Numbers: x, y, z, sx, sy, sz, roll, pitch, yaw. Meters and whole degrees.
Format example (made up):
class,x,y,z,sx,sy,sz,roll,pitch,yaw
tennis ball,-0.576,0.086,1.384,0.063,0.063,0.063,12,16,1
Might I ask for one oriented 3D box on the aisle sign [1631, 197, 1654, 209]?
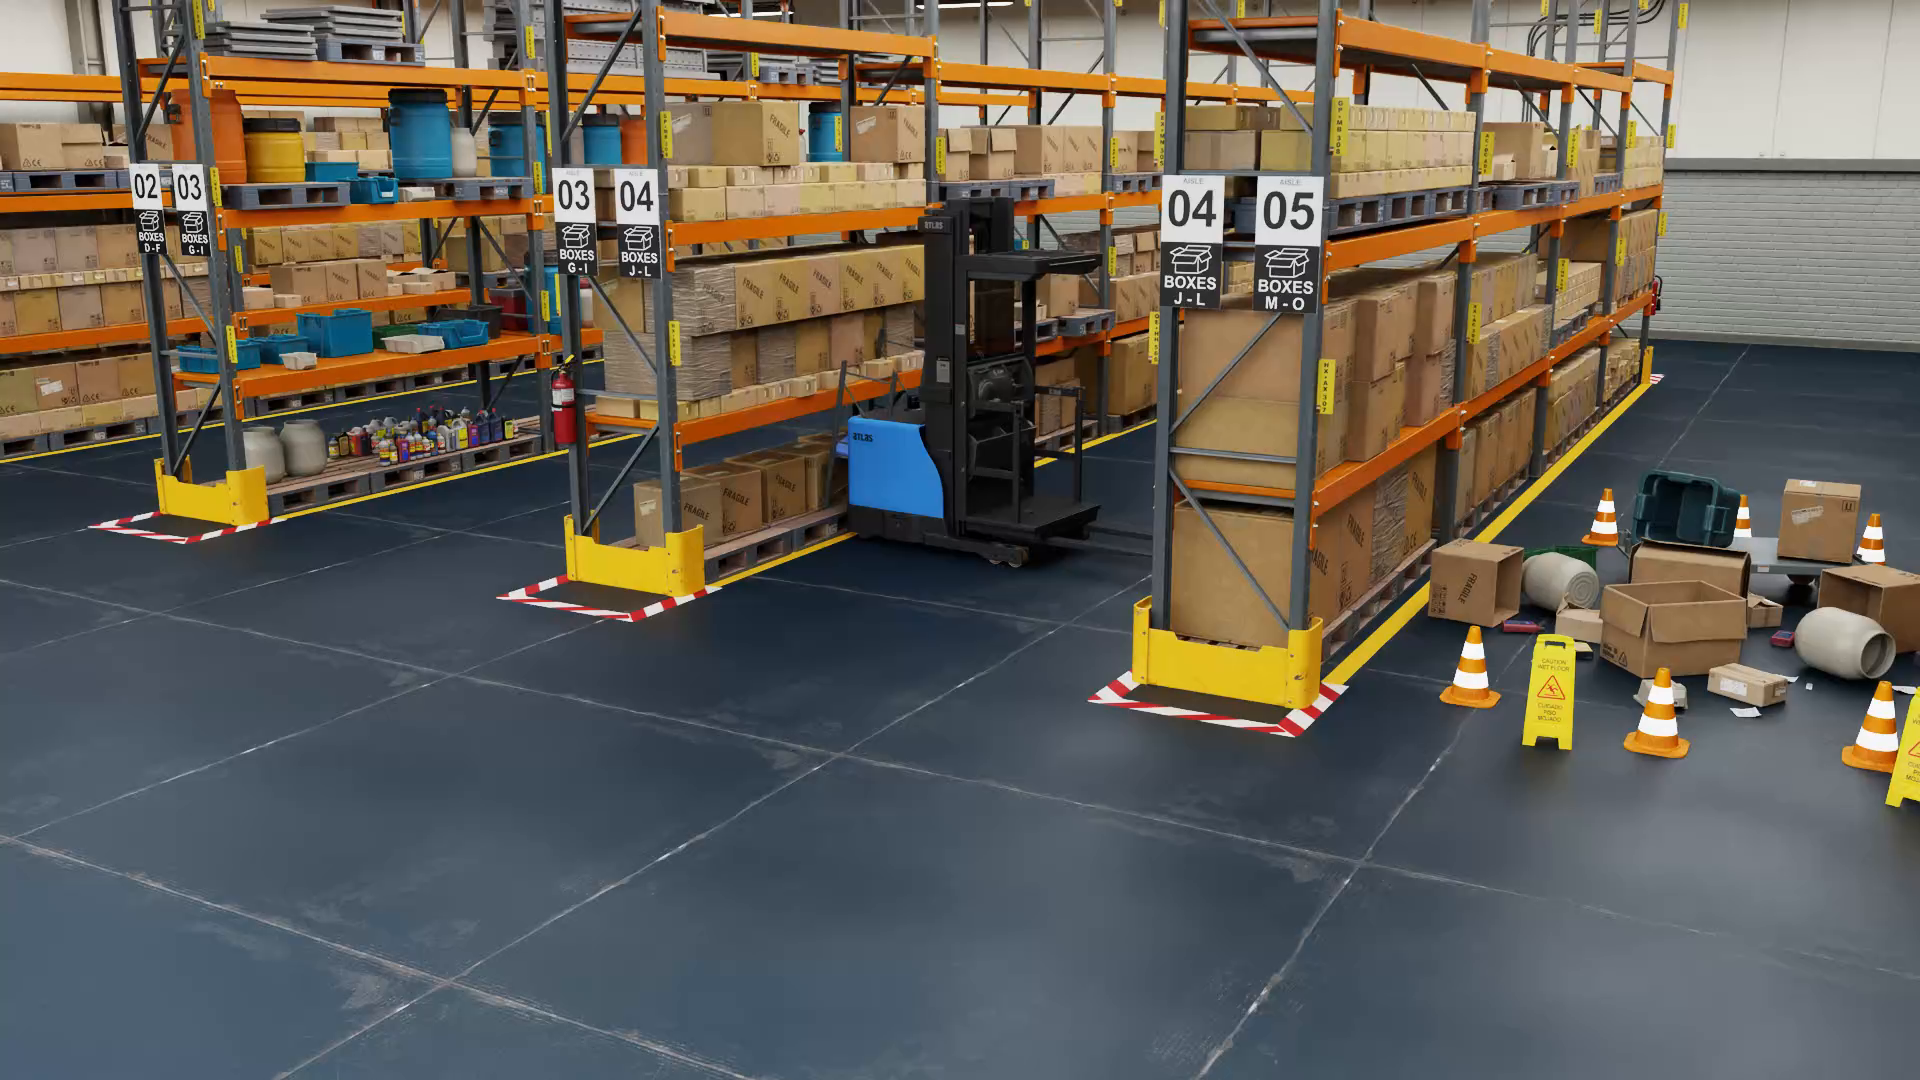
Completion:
class,x,y,z,sx,sy,sz,roll,pitch,yaw
aisle sign,9.730,-5.046,23.518,0.394,0.787,0.004,7,15,28

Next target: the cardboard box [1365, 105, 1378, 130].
class,x,y,z,sx,sy,sz,roll,pitch,yaw
cardboard box,2.383,-2.632,10.374,0.380,0.149,0.250,7,15,27

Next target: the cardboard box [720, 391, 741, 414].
class,x,y,z,sx,sy,sz,roll,pitch,yaw
cardboard box,-1.978,-1.110,13.272,0.380,0.149,0.250,7,15,28

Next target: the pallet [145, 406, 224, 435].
class,x,y,z,sx,sy,sz,roll,pitch,yaw
pallet,-9.753,-1.531,20.435,1.003,0.211,1.213,7,15,28

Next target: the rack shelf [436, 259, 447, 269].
class,x,y,z,sx,sy,sz,roll,pitch,yaw
rack shelf,-8.836,-5.308,31.685,1.077,0.370,4.000,7,15,28

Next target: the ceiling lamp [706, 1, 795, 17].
class,x,y,z,sx,sy,sz,roll,pitch,yaw
ceiling lamp,-4.361,-12.087,33.013,2.000,3.185,0.800,7,15,28

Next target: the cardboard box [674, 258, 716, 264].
class,x,y,z,sx,sy,sz,roll,pitch,yaw
cardboard box,-2.310,-2.025,13.551,0.500,0.500,0.500,7,15,28

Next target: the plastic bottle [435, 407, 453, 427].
class,x,y,z,sx,sy,sz,roll,pitch,yaw
plastic bottle,-5.625,-1.275,18.134,0.144,0.351,0.185,7,15,28

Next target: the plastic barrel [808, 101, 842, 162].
class,x,y,z,sx,sy,sz,roll,pitch,yaw
plastic barrel,-1.822,-5.663,23.259,0.600,0.901,0.708,7,15,28

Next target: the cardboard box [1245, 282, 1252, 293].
class,x,y,z,sx,sy,sz,roll,pitch,yaw
cardboard box,3.893,-3.572,23.488,0.380,0.149,0.250,8,16,30

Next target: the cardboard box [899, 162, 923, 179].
class,x,y,z,sx,sy,sz,roll,pitch,yaw
cardboard box,-0.566,-3.402,15.314,0.380,0.149,0.250,8,16,30

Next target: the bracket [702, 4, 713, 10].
class,x,y,z,sx,sy,sz,roll,pitch,yaw
bracket,-5.664,-11.917,37.085,0.235,0.232,0.430,7,15,28

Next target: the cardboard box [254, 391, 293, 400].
class,x,y,z,sx,sy,sz,roll,pitch,yaw
cardboard box,-8.920,-1.968,21.265,0.500,0.250,0.500,7,15,27

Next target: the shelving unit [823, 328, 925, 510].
class,x,y,z,sx,sy,sz,roll,pitch,yaw
shelving unit,-0.745,-1.005,14.963,0.538,1.500,1.048,15,26,11

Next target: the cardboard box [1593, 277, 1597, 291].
class,x,y,z,sx,sy,sz,roll,pitch,yaw
cardboard box,7.352,-3.049,19.787,0.380,0.149,0.250,7,15,28

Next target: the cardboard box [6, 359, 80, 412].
class,x,y,z,sx,sy,sz,roll,pitch,yaw
cardboard box,-10.341,-1.748,18.756,0.500,0.500,0.500,7,15,28

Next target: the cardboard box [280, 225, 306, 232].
class,x,y,z,sx,sy,sz,roll,pitch,yaw
cardboard box,-11.032,-5.168,27.081,0.500,0.250,0.500,7,15,27

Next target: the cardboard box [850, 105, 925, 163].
class,x,y,z,sx,sy,sz,roll,pitch,yaw
cardboard box,-0.656,-3.696,15.147,0.500,0.500,0.500,7,15,26

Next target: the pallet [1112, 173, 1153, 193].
class,x,y,z,sx,sy,sz,roll,pitch,yaw
pallet,1.536,-4.247,19.754,1.213,0.211,1.003,8,16,31

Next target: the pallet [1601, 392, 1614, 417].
class,x,y,z,sx,sy,sz,roll,pitch,yaw
pallet,7.792,-1.767,21.413,1.003,0.211,1.213,7,15,28

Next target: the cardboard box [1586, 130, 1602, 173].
class,x,y,z,sx,sy,sz,roll,pitch,yaw
cardboard box,7.219,-4.627,19.815,0.700,0.500,0.500,7,15,28

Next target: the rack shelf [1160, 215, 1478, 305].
class,x,y,z,sx,sy,sz,roll,pitch,yaw
rack shelf,2.664,-2.038,11.721,1.077,0.370,4.000,7,15,28

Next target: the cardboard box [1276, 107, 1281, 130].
class,x,y,z,sx,sy,sz,roll,pitch,yaw
cardboard box,1.933,-2.760,10.906,0.380,0.149,0.250,8,16,29

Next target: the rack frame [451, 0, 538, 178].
class,x,y,z,sx,sy,sz,roll,pitch,yaw
rack frame,-4.998,-5.400,17.731,1.000,3.000,0.127,7,15,28

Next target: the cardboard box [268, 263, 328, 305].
class,x,y,z,sx,sy,sz,roll,pitch,yaw
cardboard box,-8.692,-3.358,21.848,0.500,0.500,0.500,9,16,32

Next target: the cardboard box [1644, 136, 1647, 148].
class,x,y,z,sx,sy,sz,roll,pitch,yaw
cardboard box,8.765,-5.209,21.742,0.380,0.149,0.250,7,15,26

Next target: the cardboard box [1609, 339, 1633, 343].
class,x,y,z,sx,sy,sz,roll,pitch,yaw
cardboard box,9.226,-2.727,23.361,0.380,0.149,0.250,8,16,29

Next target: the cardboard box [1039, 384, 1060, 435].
class,x,y,z,sx,sy,sz,roll,pitch,yaw
cardboard box,0.708,-1.487,18.695,0.700,0.500,0.500,6,15,23

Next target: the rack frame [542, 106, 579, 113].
class,x,y,z,sx,sy,sz,roll,pitch,yaw
rack frame,-7.869,-8.984,32.599,1.000,3.000,0.127,7,15,28

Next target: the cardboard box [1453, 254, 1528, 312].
class,x,y,z,sx,sy,sz,roll,pitch,yaw
cardboard box,5.096,-2.500,16.157,0.700,0.500,0.500,7,15,27

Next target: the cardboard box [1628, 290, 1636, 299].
class,x,y,z,sx,sy,sz,roll,pitch,yaw
cardboard box,9.005,-3.375,22.668,0.380,0.149,0.250,7,15,26

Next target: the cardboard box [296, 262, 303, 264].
class,x,y,z,sx,sy,sz,roll,pitch,yaw
cardboard box,-11.029,-4.517,27.361,0.380,0.149,0.250,7,15,27

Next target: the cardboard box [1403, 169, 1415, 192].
class,x,y,z,sx,sy,sz,roll,pitch,yaw
cardboard box,2.876,-2.453,11.335,0.380,0.149,0.250,8,15,29

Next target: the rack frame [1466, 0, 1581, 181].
class,x,y,z,sx,sy,sz,roll,pitch,yaw
rack frame,5.565,-5.077,16.391,1.000,3.000,0.127,7,15,28

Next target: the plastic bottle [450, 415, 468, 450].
class,x,y,z,sx,sy,sz,roll,pitch,yaw
plastic bottle,-5.306,-1.139,17.572,0.144,0.351,0.185,7,15,28

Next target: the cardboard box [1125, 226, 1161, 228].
class,x,y,z,sx,sy,sz,roll,pitch,yaw
cardboard box,2.562,-3.828,21.660,0.797,0.503,0.637,8,15,29

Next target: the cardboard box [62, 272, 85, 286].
class,x,y,z,sx,sy,sz,roll,pitch,yaw
cardboard box,-10.144,-2.960,18.814,0.380,0.149,0.250,8,15,29

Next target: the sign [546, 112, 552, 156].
class,x,y,z,sx,sy,sz,roll,pitch,yaw
sign,-3.072,-3.057,12.525,0.100,0.325,0.005,7,15,28

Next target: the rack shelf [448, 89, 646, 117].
class,x,y,z,sx,sy,sz,roll,pitch,yaw
rack shelf,-6.432,-6.649,25.300,1.077,0.370,4.000,7,15,28

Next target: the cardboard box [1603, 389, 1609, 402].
class,x,y,z,sx,sy,sz,roll,pitch,yaw
cardboard box,7.955,-1.837,20.942,0.380,0.149,0.250,7,15,26

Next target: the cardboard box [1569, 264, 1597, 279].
class,x,y,z,sx,sy,sz,roll,pitch,yaw
cardboard box,7.346,-3.192,19.746,0.380,0.149,0.250,7,15,26

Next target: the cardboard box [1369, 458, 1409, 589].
class,x,y,z,sx,sy,sz,roll,pitch,yaw
cardboard box,2.833,-0.204,12.618,0.875,0.875,0.875,8,15,28

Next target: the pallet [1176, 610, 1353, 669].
class,x,y,z,sx,sy,sz,roll,pitch,yaw
pallet,2.015,0.664,11.330,1.003,0.211,1.213,7,15,28

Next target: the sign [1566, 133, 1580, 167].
class,x,y,z,sx,sy,sz,roll,pitch,yaw
sign,6.046,-3.844,16.405,0.100,0.325,0.005,7,15,28

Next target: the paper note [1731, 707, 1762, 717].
class,x,y,z,sx,sy,sz,roll,pitch,yaw
paper note,4.794,1.045,10.133,0.148,0.019,0.142,2,14,9

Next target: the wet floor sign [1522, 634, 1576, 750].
class,x,y,z,sx,sy,sz,roll,pitch,yaw
wet floor sign,3.416,0.856,9.607,0.267,0.644,0.232,5,14,18

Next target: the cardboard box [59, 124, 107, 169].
class,x,y,z,sx,sy,sz,roll,pitch,yaw
cardboard box,-10.239,-4.502,18.994,0.797,0.503,0.637,9,16,34

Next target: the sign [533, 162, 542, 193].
class,x,y,z,sx,sy,sz,roll,pitch,yaw
sign,-4.522,-3.881,17.814,0.100,0.325,0.005,7,15,28

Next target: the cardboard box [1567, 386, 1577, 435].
class,x,y,z,sx,sy,sz,roll,pitch,yaw
cardboard box,6.614,-1.475,18.688,0.500,0.500,0.500,7,15,27

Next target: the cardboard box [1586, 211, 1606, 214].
class,x,y,z,sx,sy,sz,roll,pitch,yaw
cardboard box,8.473,-4.210,22.616,0.500,0.500,0.500,7,15,27

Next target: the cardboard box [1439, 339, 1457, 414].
class,x,y,z,sx,sy,sz,roll,pitch,yaw
cardboard box,3.463,-1.335,13.353,0.875,0.550,0.550,7,15,28

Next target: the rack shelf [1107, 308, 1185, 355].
class,x,y,z,sx,sy,sz,roll,pitch,yaw
rack shelf,2.238,-2.804,21.297,1.077,0.370,4.000,7,15,28

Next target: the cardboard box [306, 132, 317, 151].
class,x,y,z,sx,sy,sz,roll,pitch,yaw
cardboard box,-11.064,-6.480,27.460,0.700,0.500,0.500,8,16,31

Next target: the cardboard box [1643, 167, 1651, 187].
class,x,y,z,sx,sy,sz,roll,pitch,yaw
cardboard box,8.712,-4.746,21.741,0.500,0.250,0.500,8,16,31

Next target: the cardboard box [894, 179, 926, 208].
class,x,y,z,sx,sy,sz,roll,pitch,yaw
cardboard box,-0.654,-3.184,15.262,0.500,0.250,0.500,8,16,30

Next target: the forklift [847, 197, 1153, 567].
class,x,y,z,sx,sy,sz,roll,pitch,yaw
forklift,0.517,-1.343,13.849,3.031,2.935,1.130,9,16,33

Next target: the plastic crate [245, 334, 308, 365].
class,x,y,z,sx,sy,sz,roll,pitch,yaw
plastic crate,-6.633,-1.860,16.164,0.499,0.251,0.408,7,15,28

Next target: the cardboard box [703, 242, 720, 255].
class,x,y,z,sx,sy,sz,roll,pitch,yaw
cardboard box,-4.491,-5.017,28.729,0.500,0.500,0.500,7,15,28
